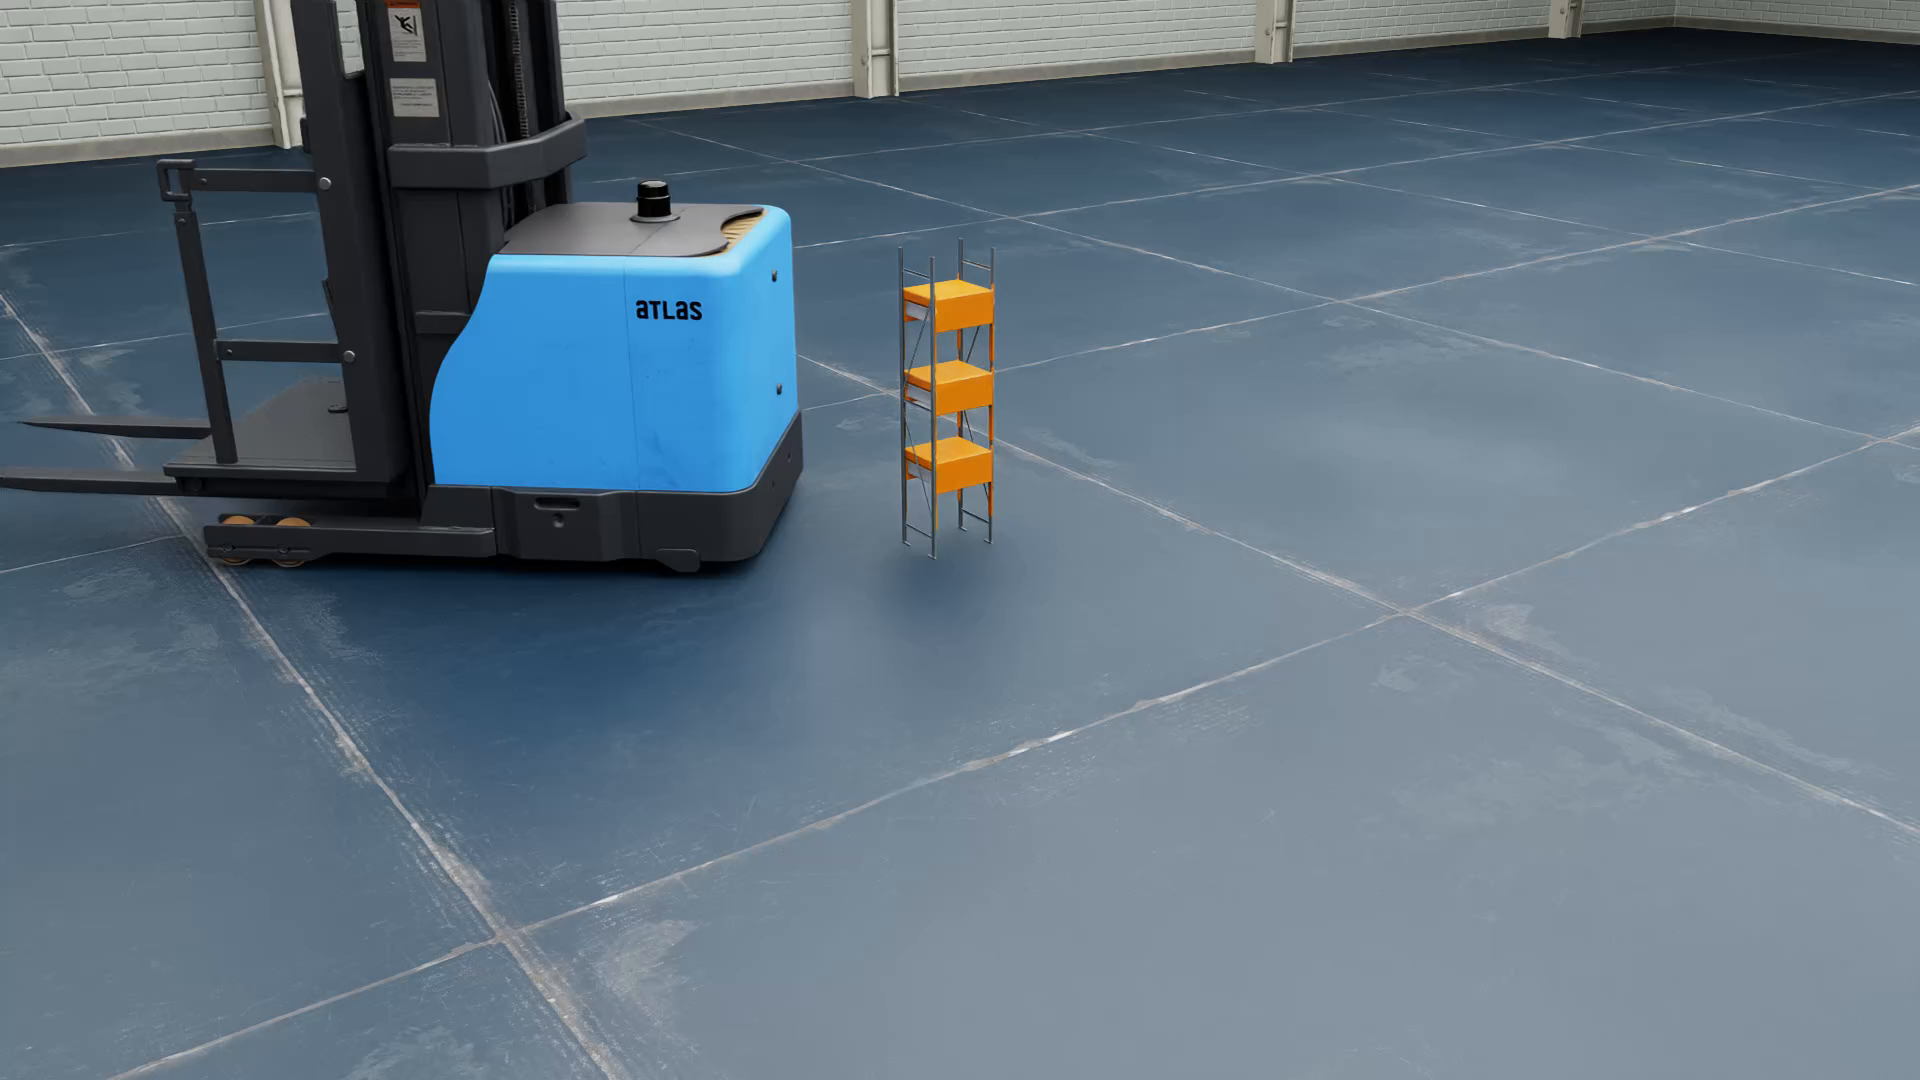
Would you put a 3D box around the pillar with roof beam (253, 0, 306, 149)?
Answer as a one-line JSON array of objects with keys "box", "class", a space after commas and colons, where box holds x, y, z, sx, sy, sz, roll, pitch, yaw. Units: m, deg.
[{"box": [-3.257, -6.357, 9.686, 0.400, 9.000, 9.100, -15, 26, -33], "class": "pillar with roof beam"}]

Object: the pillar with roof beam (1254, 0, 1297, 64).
[{"box": [6.483, -8.954, 16.195, 0.400, 9.000, 9.100, -15, 26, -33], "class": "pillar with roof beam"}]

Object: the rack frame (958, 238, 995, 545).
[{"box": [0.056, -0.502, 5.739, 0.008, 1.050, 0.200, -15, 26, -33], "class": "rack frame"}]

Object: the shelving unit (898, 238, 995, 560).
[{"box": [-0.043, -0.476, 5.673, 0.252, 1.050, 0.215, -15, 26, -33], "class": "shelving unit"}]

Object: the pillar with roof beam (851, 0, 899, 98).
[{"box": [1.613, -7.656, 12.940, 0.400, 9.000, 9.100, -15, 26, -33], "class": "pillar with roof beam"}]

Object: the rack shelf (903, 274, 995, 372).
[{"box": [-0.043, -0.730, 5.572, 0.240, 0.259, 0.215, -15, 26, -33], "class": "rack shelf"}]

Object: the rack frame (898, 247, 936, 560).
[{"box": [-0.142, -0.450, 5.607, 0.008, 1.050, 0.200, -15, 26, -33], "class": "rack frame"}]

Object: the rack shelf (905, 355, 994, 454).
[{"box": [-0.043, -0.466, 5.677, 0.240, 0.259, 0.215, -15, 26, -33], "class": "rack shelf"}]

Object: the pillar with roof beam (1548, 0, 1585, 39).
[{"box": [11.354, -10.253, 19.449, 0.400, 9.000, 9.100, -15, 26, -33], "class": "pillar with roof beam"}]

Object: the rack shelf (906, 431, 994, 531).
[{"box": [-0.043, -0.208, 5.780, 0.240, 0.259, 0.215, -15, 26, -33], "class": "rack shelf"}]

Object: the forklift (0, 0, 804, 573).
[{"box": [-2.148, -1.460, 5.601, 3.031, 2.935, 1.130, 2, 22, 5], "class": "forklift"}]
